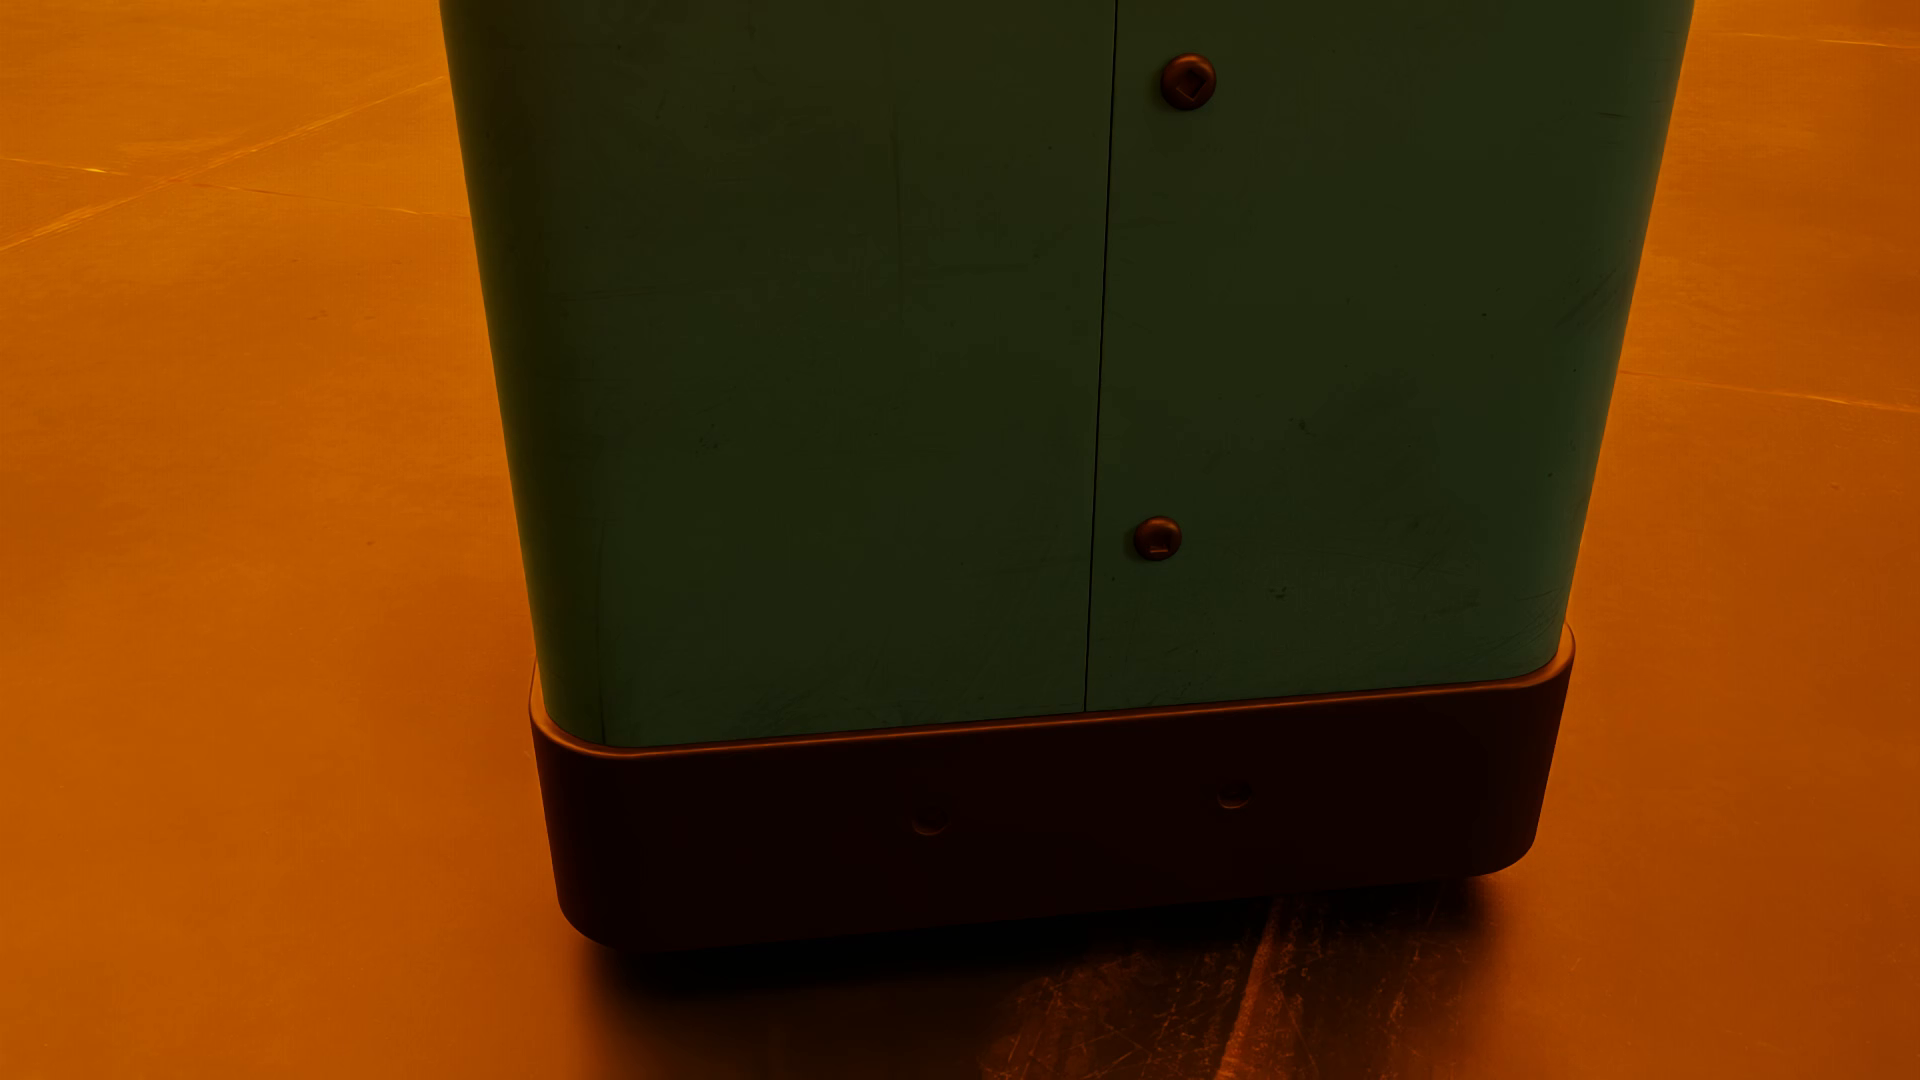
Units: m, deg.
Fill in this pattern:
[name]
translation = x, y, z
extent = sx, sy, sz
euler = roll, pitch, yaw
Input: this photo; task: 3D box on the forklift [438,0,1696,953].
[forklift]
translation = -0.081, -1.574, 2.304
extent = 1.130, 2.935, 3.031
euler = -4, 30, -7
